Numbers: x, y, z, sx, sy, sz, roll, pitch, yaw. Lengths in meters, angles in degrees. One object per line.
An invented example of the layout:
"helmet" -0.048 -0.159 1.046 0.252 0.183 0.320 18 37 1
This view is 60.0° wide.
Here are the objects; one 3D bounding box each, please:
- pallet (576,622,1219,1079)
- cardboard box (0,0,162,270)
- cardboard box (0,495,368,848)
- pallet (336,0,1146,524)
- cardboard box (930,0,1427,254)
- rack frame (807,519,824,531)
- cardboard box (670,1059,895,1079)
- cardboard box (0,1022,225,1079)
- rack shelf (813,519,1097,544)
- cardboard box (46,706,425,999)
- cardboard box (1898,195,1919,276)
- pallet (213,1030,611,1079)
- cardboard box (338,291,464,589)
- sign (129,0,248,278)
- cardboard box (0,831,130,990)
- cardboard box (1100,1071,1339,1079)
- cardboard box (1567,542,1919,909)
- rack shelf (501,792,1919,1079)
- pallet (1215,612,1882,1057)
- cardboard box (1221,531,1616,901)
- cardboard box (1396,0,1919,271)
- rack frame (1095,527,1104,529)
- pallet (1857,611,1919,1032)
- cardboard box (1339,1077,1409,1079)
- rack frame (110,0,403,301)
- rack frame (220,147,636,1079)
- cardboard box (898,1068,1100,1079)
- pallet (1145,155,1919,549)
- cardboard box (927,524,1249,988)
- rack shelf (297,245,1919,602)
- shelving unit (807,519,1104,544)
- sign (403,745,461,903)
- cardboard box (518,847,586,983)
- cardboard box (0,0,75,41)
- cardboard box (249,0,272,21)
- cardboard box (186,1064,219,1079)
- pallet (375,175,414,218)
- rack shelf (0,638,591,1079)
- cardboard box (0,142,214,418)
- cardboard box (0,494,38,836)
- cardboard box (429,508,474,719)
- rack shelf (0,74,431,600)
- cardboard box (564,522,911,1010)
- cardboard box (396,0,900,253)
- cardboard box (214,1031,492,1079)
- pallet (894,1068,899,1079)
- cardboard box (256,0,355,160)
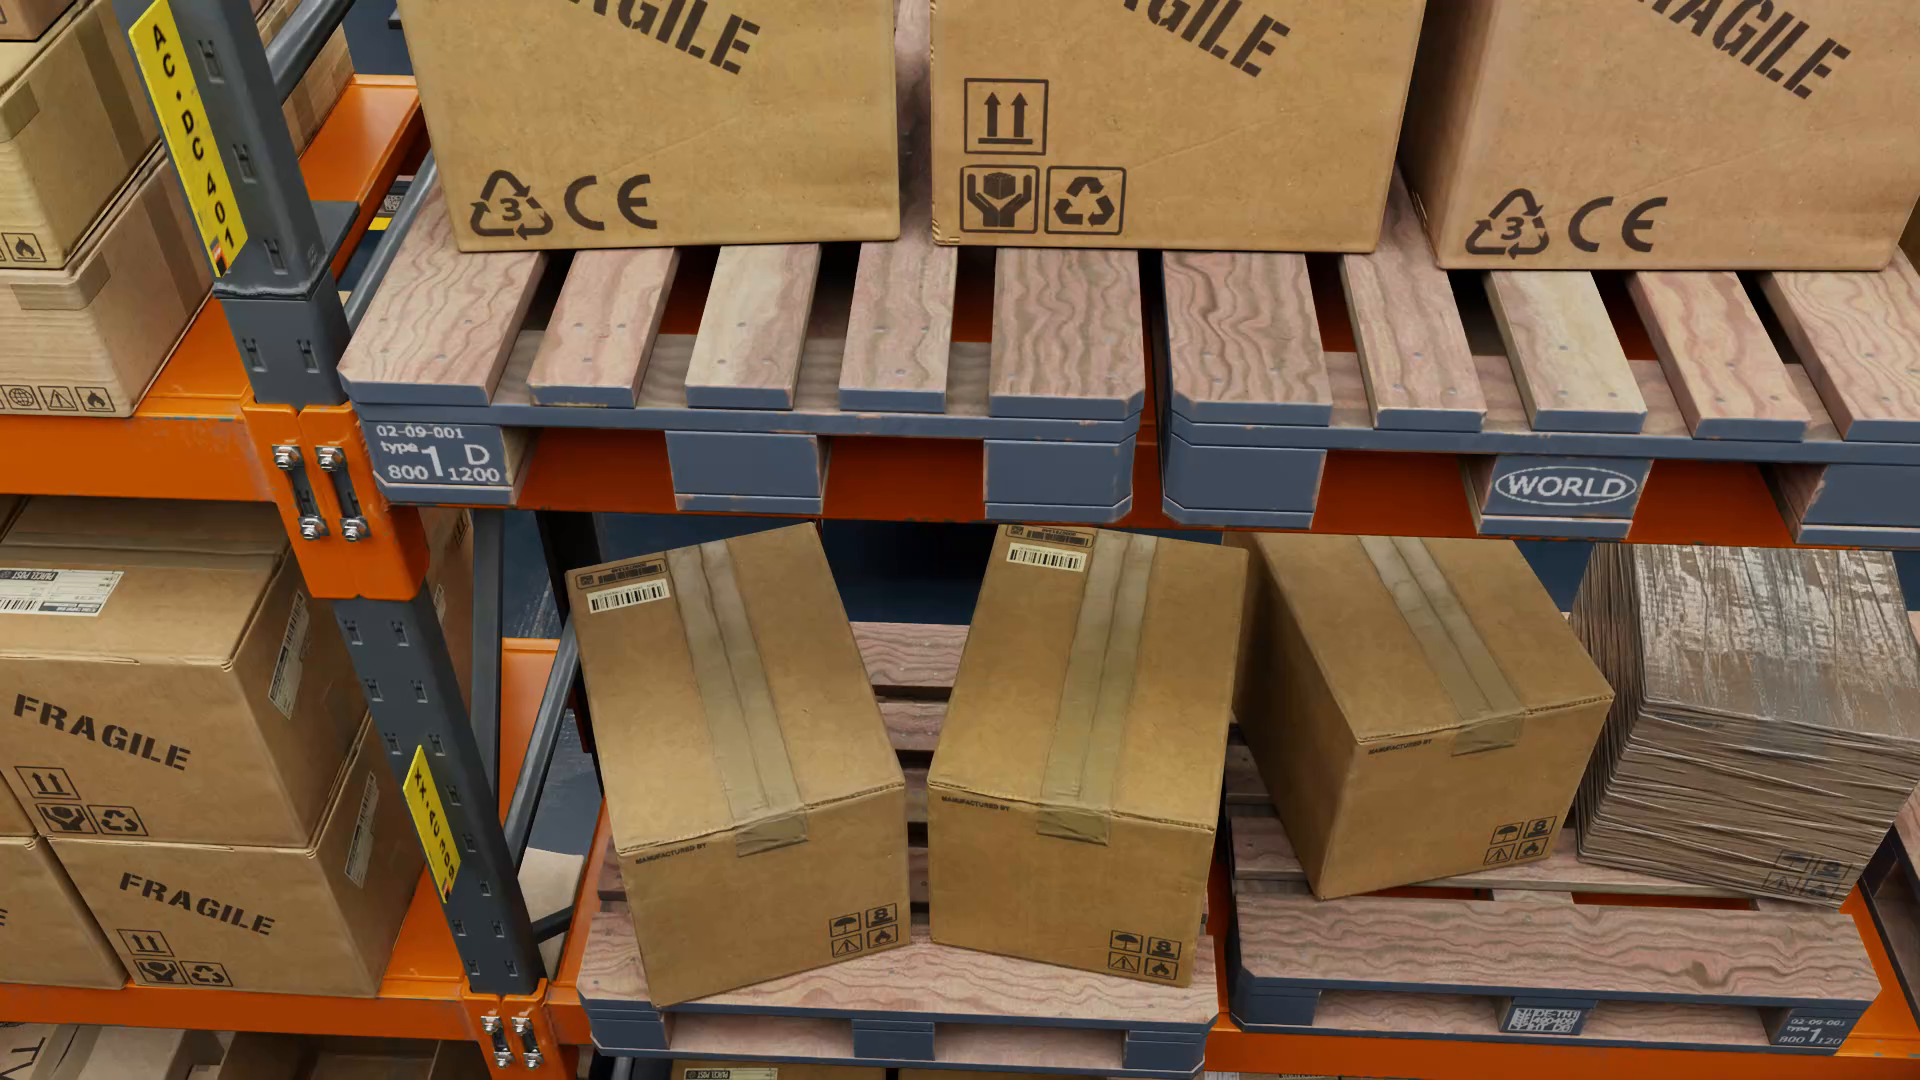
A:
"pallet" -0.103 0.611 3.535 1.213 0.211 1.003 2 43 2
"cardboard box" -1.394 -0.614 2.251 0.500 0.250 0.500 2 43 2
"cardboard box" -1.413 0.200 3.028 0.500 0.500 0.500 2 43 2
"pallet" -0.248 -0.519 2.544 1.003 0.211 1.213 2 43 2
"cardboard box" 0.273 -0.812 2.266 0.600 0.600 0.600 1 43 1
"rack frame" -0.515 -0.427 5.884 0.032 1.125 0.500 2 43 2
"cardboard box" -0.424 1.376 4.084 0.500 0.500 0.500 0 43 0
"cardboard box" -2.227 1.417 4.178 0.500 0.311 0.500 2 43 2
"rack shelf" -0.007 -0.233 6.033 1.000 0.278 0.538 2 43 2
"cardboard box" -1.407 0.564 3.370 0.500 0.500 0.500 2 43 3
"cardboard box" 1.634 -0.592 2.411 0.500 0.500 0.910 2 43 2
"pallet" -1.582 1.440 4.549 1.213 0.211 1.003 2 43 2
"cardboard box" -1.354 -0.167 3.422 0.500 0.500 0.500 3 43 3
"sign" -0.913 -0.476 1.980 0.005 0.325 0.100 2 43 2
"cardboard box" -1.922 0.549 3.386 0.500 0.500 0.500 3 43 3
"cardboard box" 0.575 1.132 3.795 0.500 0.250 0.500 2 43 2
"cardboard box" 1.561 0.273 3.375 0.500 0.500 0.700 9 44 10
"rack shelf" 1.102 0.766 3.755 4.000 0.370 1.077 2 43 2
"pallet" 1.157 0.578 3.570 1.213 0.211 1.003 2 43 2
"cardboard box" 0.872 0.263 3.385 0.500 0.500 0.700 -8 44 -9
"cardboard box" 0.937 -0.778 2.229 0.600 0.600 0.600 0 43 0
"rack frame" 0.501 -0.396 5.850 0.032 1.125 0.500 2 43 2
"pallet" 2.420 0.661 3.480 1.003 0.211 1.213 2 43 2
"cardboard box" 1.076 1.147 3.779 0.500 0.250 0.500 1 43 1
"rack frame" -0.896 -1.754 1.531 0.127 3.000 1.000 2 43 2
"rack frame" -0.896 0.441 3.575 0.127 3.000 1.000 2 43 2
"cardboard box" 0.110 1.385 4.074 0.500 0.500 0.500 2 43 2
"pallet" 0.789 -0.490 2.512 1.003 0.211 1.213 2 43 2
"cardboard box" 0.257 0.396 3.243 0.500 0.500 0.700 8 44 9
"rack shelf" 1.102 -0.331 2.732 4.000 0.370 1.077 2 43 2
"shelving unit" -0.007 -0.412 5.867 1.048 1.125 0.538 2 43 2
"sign" -0.913 0.494 2.884 0.005 0.325 0.100 2 43 2
"cardboard box" -1.305 1.104 4.514 0.500 0.311 0.500 2 43 2
"cardboard box" -1.383 -1.047 2.166 0.500 0.500 0.700 2 43 2
"cardboard box" -1.370 -0.968 2.631 0.500 0.250 0.500 2 43 2
"cardboard box" -1.855 1.529 4.177 0.250 0.149 0.380 2 43 2
"pallet" -2.627 -1.943 8.181 1.213 0.211 1.003 2 43 2
"rack shelf" -2.894 0.643 3.887 4.000 0.370 1.077 2 43 2
"cardboard box" -1.394 -0.435 2.426 0.500 0.250 0.500 2 43 2
"cardboard box" -1.925 0.186 3.043 0.500 0.500 0.500 1 43 1
"cardboard box" -1.393 0.204 3.757 0.500 0.500 0.500 3 43 3
"rack shelf" -2.894 -0.454 2.864 4.000 0.370 1.077 2 43 2
"cardboard box" -0.433 0.418 3.219 0.500 0.500 0.700 -12 44 -12
"cardboard box" -0.396 -0.817 2.271 0.600 0.600 0.600 -2 43 -2
"cardboard box" -1.478 1.371 4.089 0.500 0.500 0.500 2 43 2
"pallet" -0.082 1.461 4.527 1.213 0.211 1.003 2 43 2
"cardboard box" -1.371 -0.785 2.801 0.500 0.250 0.500 2 43 2
